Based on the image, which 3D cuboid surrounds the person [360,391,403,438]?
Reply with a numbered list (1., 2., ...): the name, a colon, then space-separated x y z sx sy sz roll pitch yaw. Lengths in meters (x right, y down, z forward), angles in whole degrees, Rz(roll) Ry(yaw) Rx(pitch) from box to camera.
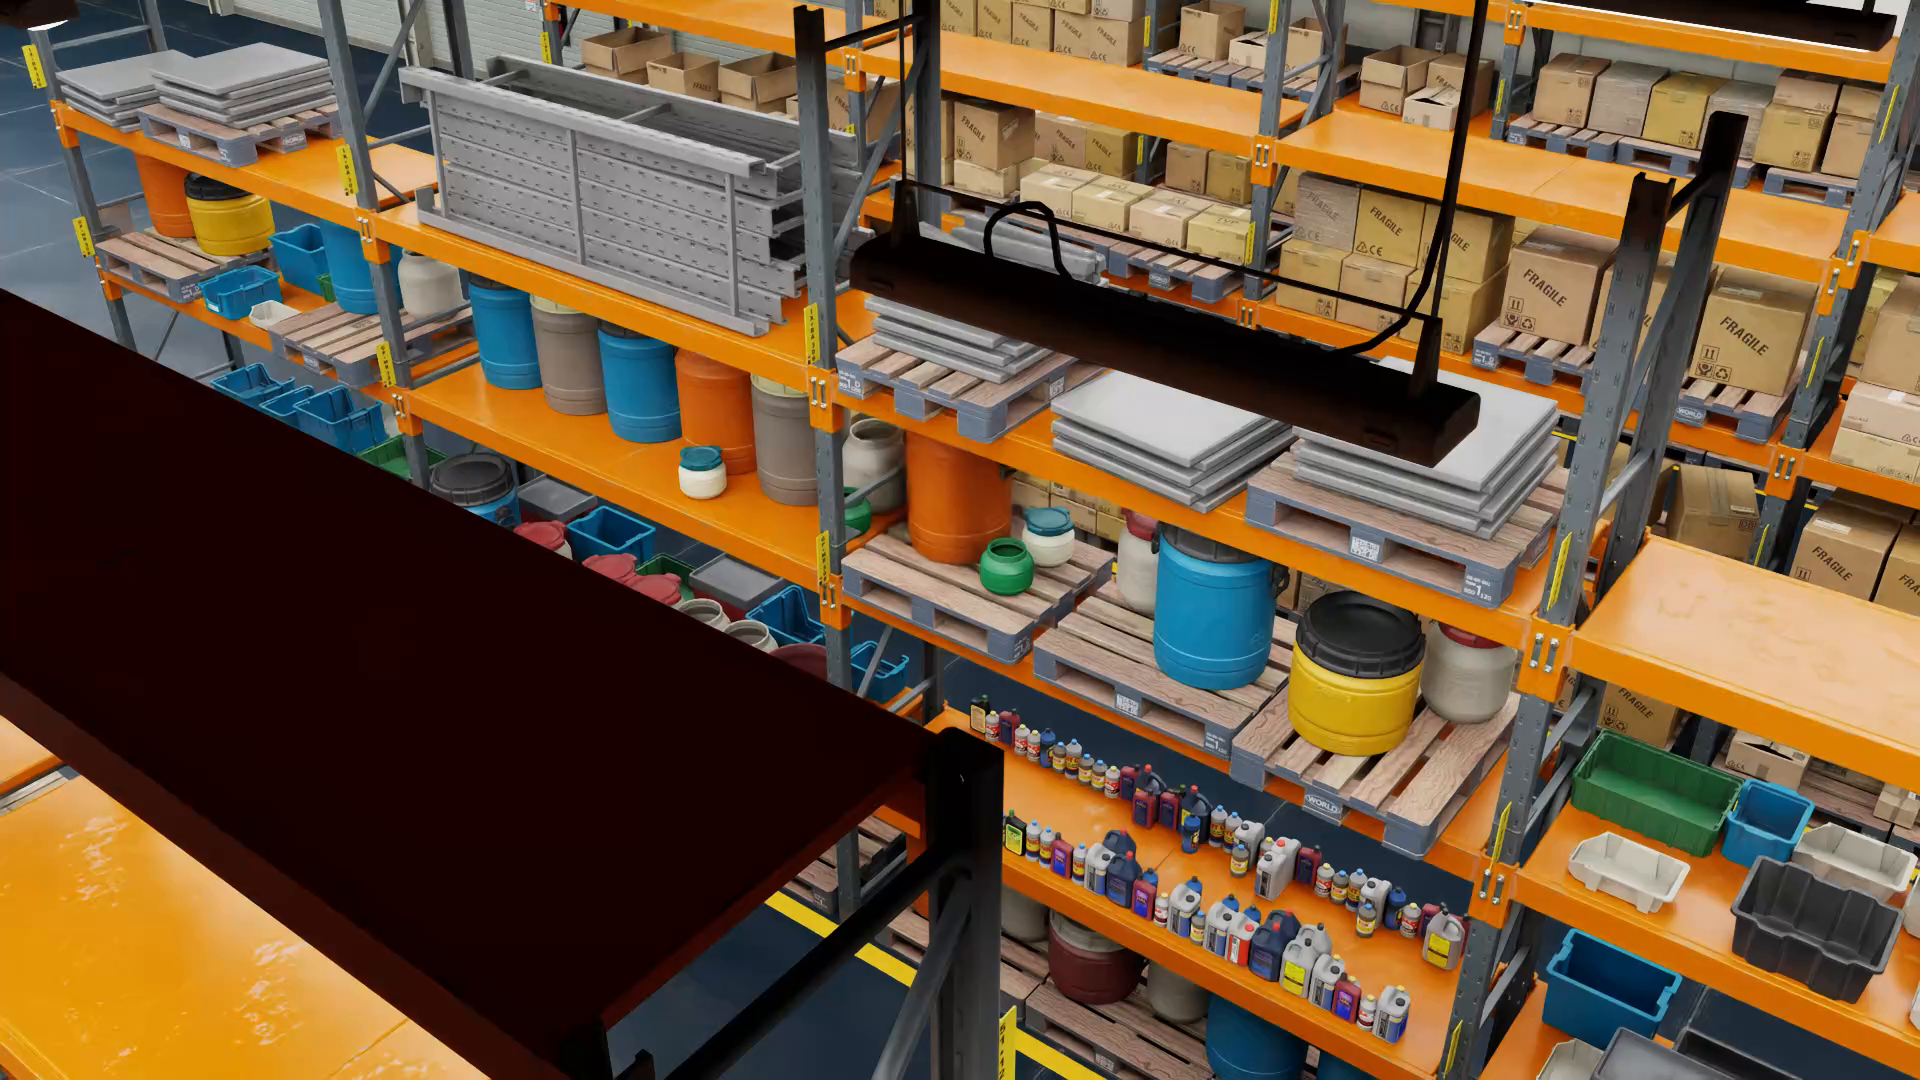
1. person: -5.747 -1.430 16.269 0.933 1.373 0.536 6 32 9
